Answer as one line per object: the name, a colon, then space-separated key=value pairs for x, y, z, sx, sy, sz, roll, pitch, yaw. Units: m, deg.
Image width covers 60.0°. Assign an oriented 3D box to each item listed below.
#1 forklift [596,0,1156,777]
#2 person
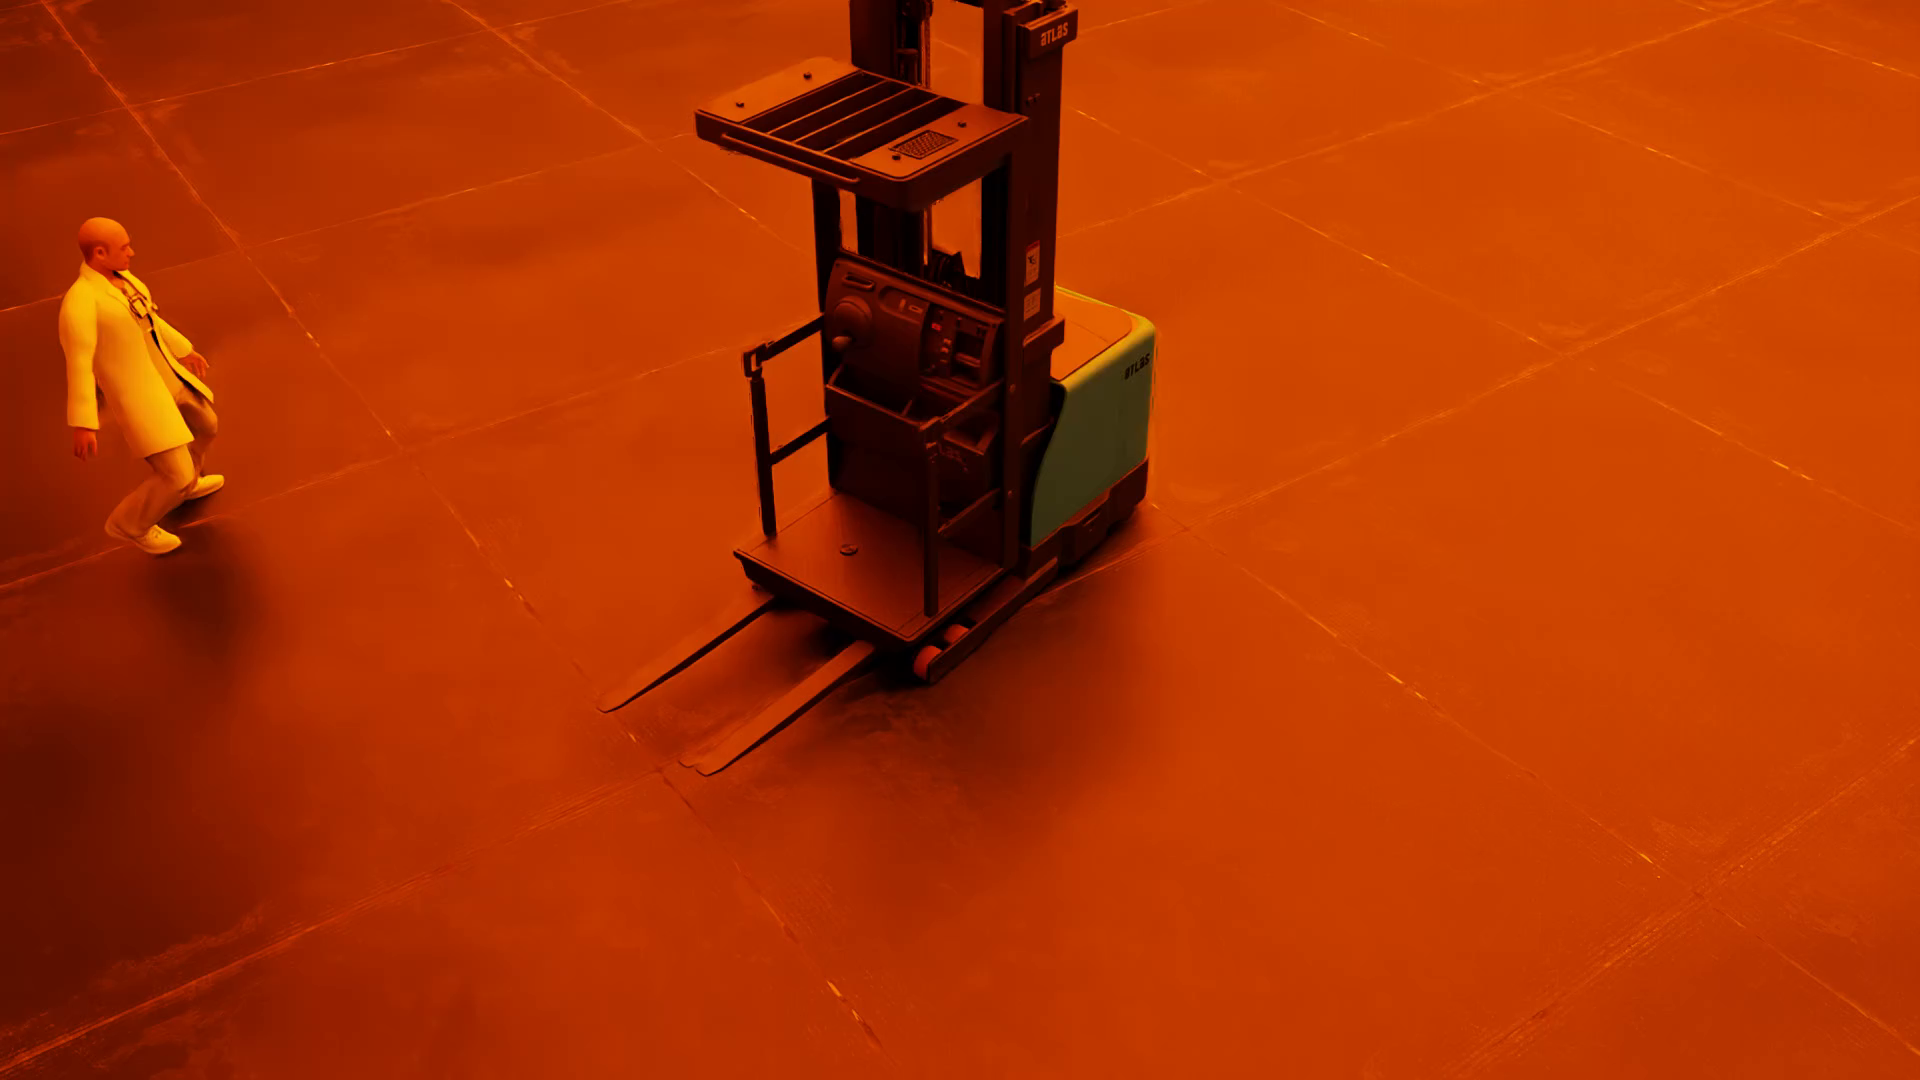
forklift: x=-0.348 y=-0.869 z=7.119 sx=1.130 sy=2.935 sz=3.031 roll=25 pitch=43 yaw=30
person: x=-3.938 y=-0.718 z=7.976 sx=0.574 sy=1.684 sz=0.942 roll=2 pitch=37 yaw=2
